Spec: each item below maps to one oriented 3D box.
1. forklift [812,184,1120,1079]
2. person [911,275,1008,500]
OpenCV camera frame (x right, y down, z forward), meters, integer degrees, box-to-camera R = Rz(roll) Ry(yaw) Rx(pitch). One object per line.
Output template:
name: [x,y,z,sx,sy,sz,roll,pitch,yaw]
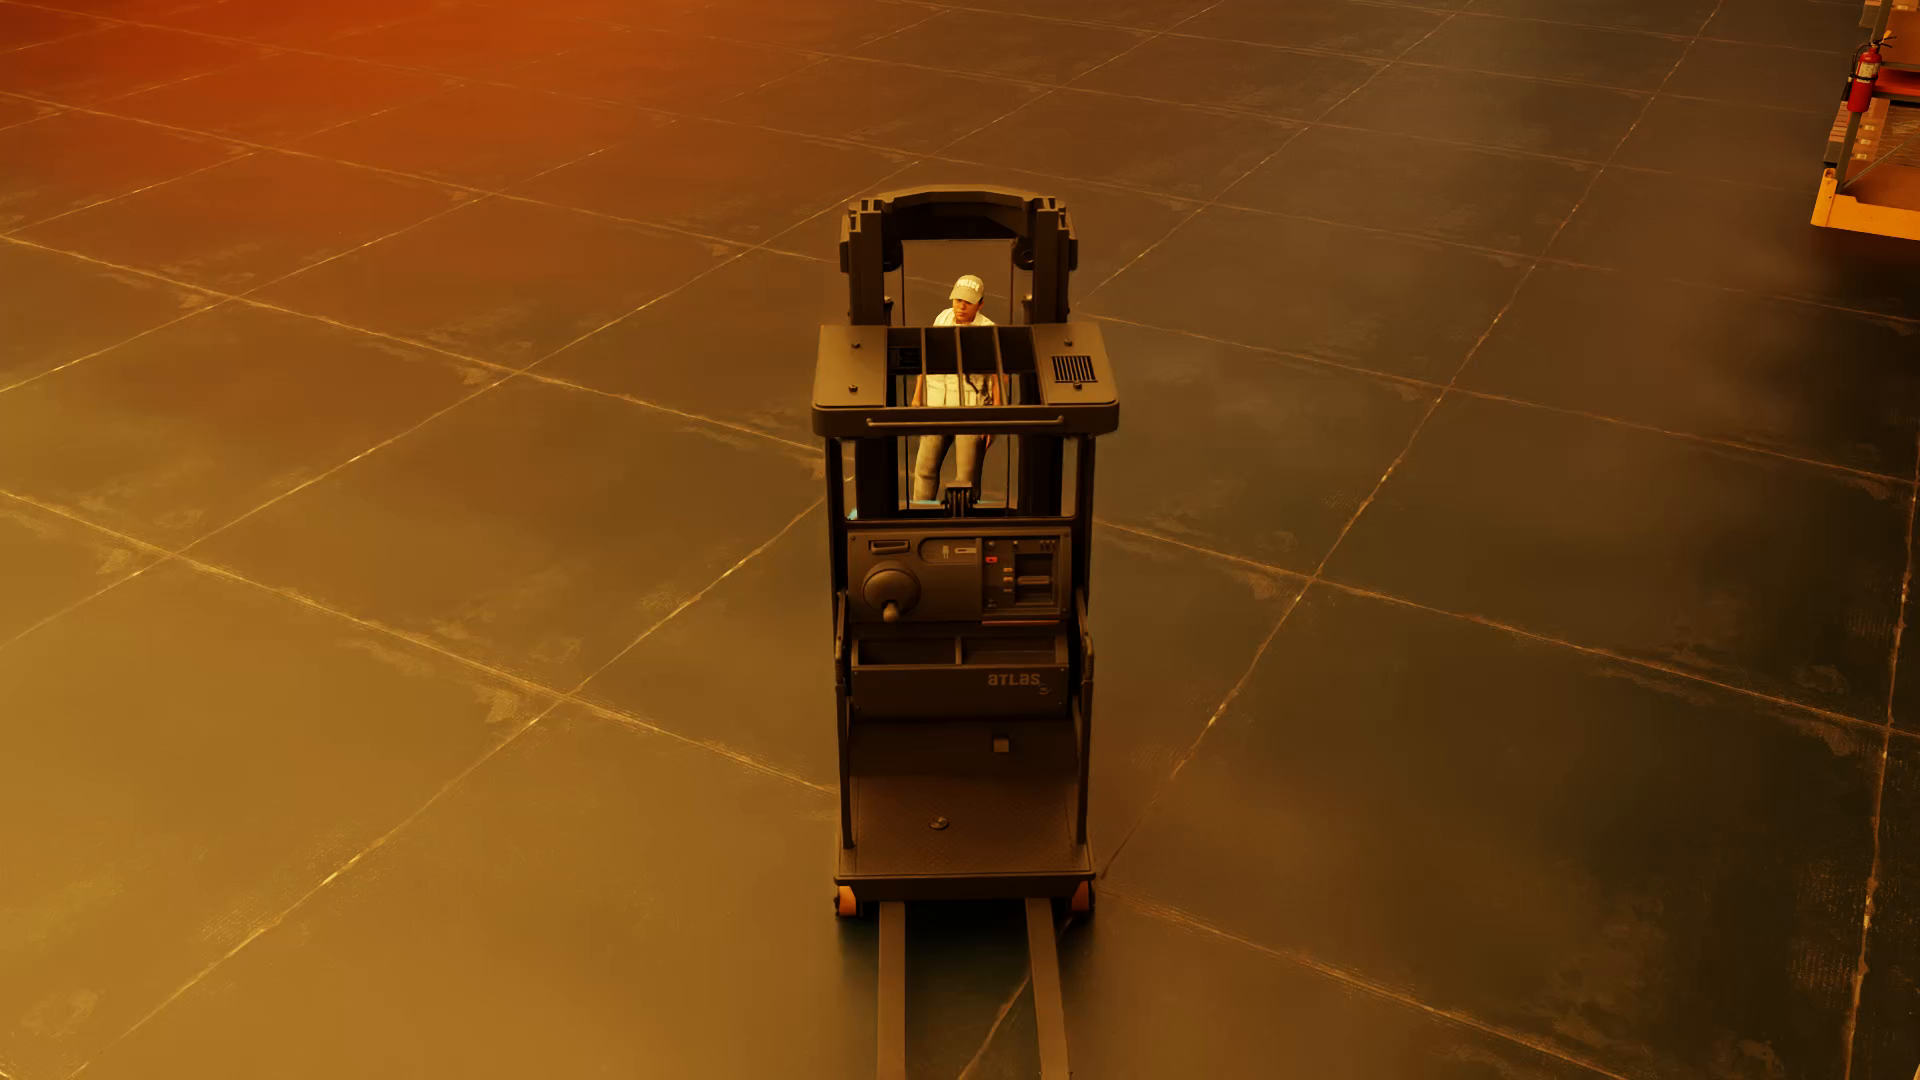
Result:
forklift: [0.009,0.194,6.734,1.130,2.935,3.031,-1,30,-2]
person: [-0.057,-0.700,9.534,0.598,1.670,0.529,15,33,25]
